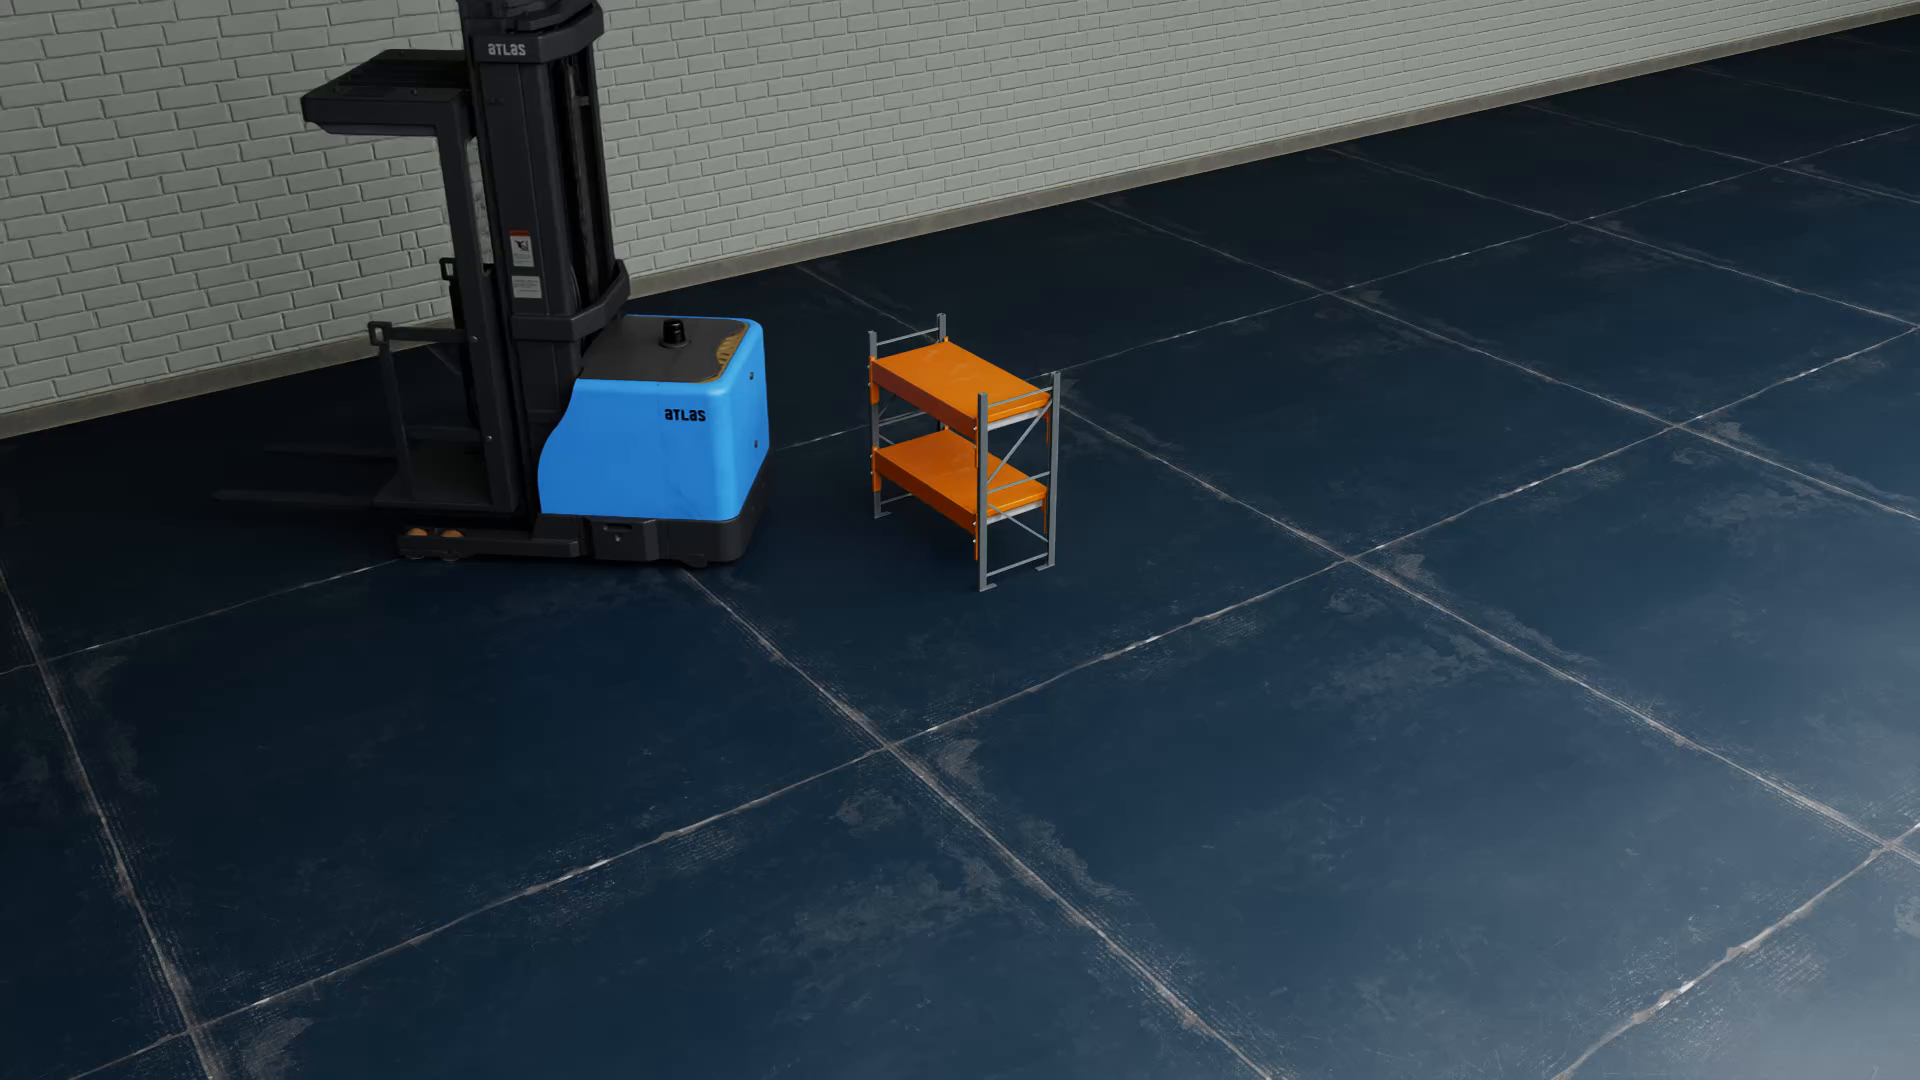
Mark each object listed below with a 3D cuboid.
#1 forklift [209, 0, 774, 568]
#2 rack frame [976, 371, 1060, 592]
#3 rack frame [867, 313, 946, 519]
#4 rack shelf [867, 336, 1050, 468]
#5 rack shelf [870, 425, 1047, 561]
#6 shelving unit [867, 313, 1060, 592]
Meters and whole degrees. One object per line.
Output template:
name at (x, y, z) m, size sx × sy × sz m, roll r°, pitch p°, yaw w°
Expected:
forklift at (-2.633, -1.420, 8.794) m, size 3.031 × 2.935 × 1.130 m, roll 3°, pitch 29°, yaw 5°
rack frame at (0.299, -0.294, 8.613) m, size 0.500 × 1.125 × 0.032 m, roll -19°, pitch 34°, yaw -31°
rack frame at (-0.291, -0.689, 9.341) m, size 0.500 × 1.125 × 0.032 m, roll -19°, pitch 34°, yaw -31°
rack shelf at (0.004, -0.749, 8.837) m, size 0.538 × 0.278 × 1.000 m, roll -19°, pitch 34°, yaw -31°
rack shelf at (0.004, -0.277, 9.093) m, size 0.538 × 0.278 × 1.000 m, roll -19°, pitch 34°, yaw -31°
shelving unit at (0.004, -0.492, 8.977) m, size 0.538 × 1.125 × 1.048 m, roll -19°, pitch 34°, yaw -31°
